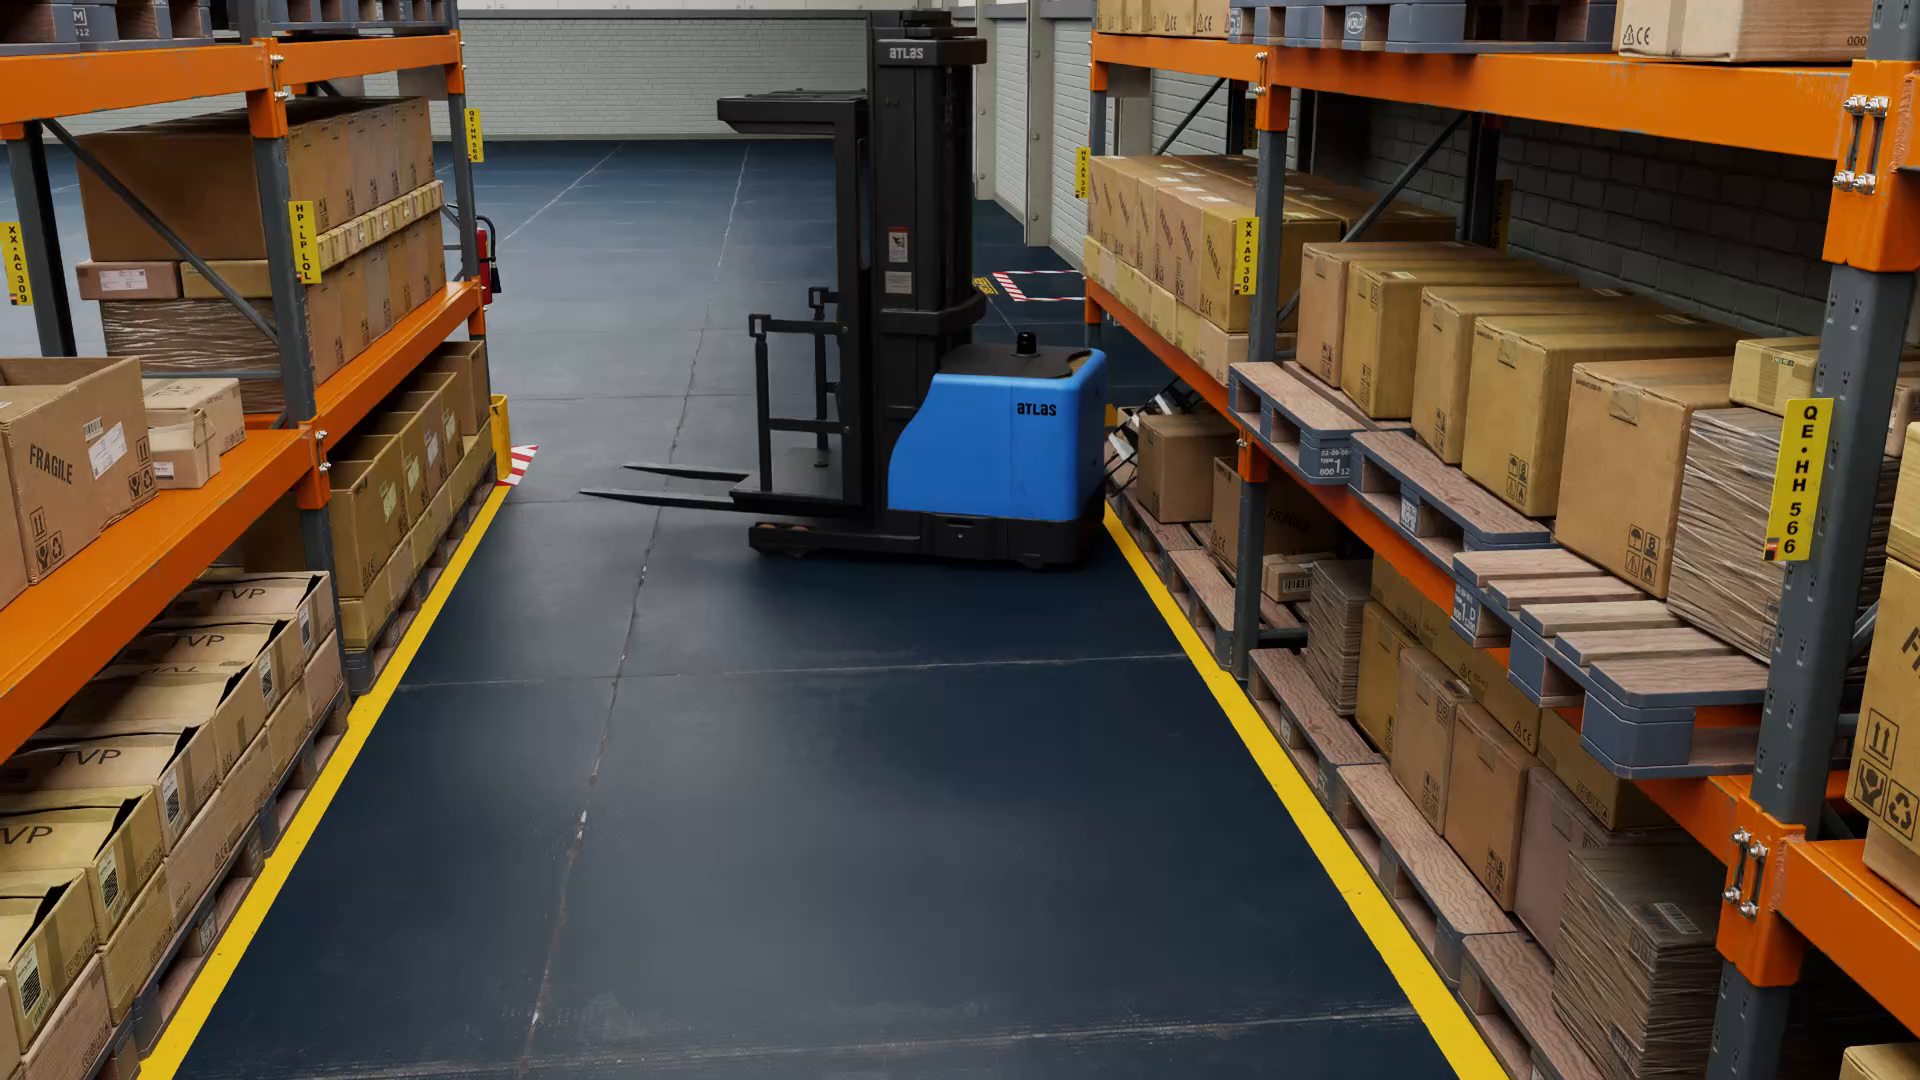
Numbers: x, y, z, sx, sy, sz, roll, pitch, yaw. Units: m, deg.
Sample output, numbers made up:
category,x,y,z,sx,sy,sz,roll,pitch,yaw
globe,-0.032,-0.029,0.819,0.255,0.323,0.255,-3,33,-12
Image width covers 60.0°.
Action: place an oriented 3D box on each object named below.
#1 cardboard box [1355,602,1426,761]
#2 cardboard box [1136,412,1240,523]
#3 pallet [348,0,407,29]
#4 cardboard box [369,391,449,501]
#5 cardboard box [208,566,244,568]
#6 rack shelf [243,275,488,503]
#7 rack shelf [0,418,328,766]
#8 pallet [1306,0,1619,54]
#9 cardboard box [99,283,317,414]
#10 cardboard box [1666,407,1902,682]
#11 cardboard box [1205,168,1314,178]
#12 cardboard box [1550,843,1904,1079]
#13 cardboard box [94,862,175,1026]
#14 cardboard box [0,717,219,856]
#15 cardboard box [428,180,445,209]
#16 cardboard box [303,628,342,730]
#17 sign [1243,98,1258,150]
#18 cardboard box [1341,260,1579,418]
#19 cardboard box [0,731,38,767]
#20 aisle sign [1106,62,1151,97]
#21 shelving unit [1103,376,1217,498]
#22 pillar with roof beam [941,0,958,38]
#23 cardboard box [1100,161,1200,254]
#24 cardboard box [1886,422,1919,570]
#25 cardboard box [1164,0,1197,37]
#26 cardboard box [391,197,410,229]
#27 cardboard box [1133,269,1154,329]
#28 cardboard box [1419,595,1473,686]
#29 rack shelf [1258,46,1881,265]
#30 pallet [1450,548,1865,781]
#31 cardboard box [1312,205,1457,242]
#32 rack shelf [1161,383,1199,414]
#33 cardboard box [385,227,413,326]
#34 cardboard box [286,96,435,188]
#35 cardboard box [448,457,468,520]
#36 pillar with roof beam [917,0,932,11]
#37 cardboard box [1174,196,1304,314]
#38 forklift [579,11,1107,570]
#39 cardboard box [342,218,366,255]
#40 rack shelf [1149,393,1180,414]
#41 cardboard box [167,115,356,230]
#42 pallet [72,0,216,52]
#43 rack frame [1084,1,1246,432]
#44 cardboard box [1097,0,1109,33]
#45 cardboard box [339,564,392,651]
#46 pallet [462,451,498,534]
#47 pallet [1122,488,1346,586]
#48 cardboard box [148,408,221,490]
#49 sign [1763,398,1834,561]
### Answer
category,x,y,z,sx,sy,sz,roll,pitch,yaw
cardboard box,1.955,0.542,6.381,0.700,0.500,0.500,-2,18,-7
cardboard box,1.413,-0.422,9.452,0.700,0.500,0.500,-3,18,-9
pallet,-3.404,-2.662,8.290,1.003,0.211,1.213,-2,18,-6
cardboard box,-3.061,-0.499,8.895,0.500,0.500,0.500,-2,18,-6
cardboard box,-3.474,0.173,8.007,0.500,0.250,0.500,-2,18,-6
rack shelf,-3.374,-0.910,8.770,1.077,0.370,4.000,-2,18,-6
rack shelf,-2.961,0.281,4.974,1.077,0.370,4.000,-2,18,-6
pallet,1.827,-1.657,5.253,1.213,0.211,1.003,-2,18,-6
cardboard box,-3.219,-0.837,7.169,0.700,0.500,0.500,-2,18,-7
cardboard box,2.114,-0.017,3.823,0.700,0.500,0.500,-4,18,-12
cardboard box,1.707,-1.861,9.563,0.500,0.500,0.500,-2,18,-7
cardboard box,2.046,1.150,4.446,0.700,0.500,0.500,-2,17,-5
cardboard box,-2.629,1.176,4.812,0.500,0.250,0.500,-2,18,-7
cardboard box,-2.683,0.752,5.229,0.500,0.311,0.500,-2,18,-6
cardboard box,-3.351,-2.099,10.104,0.380,0.149,0.250,-2,18,-7
cardboard box,-2.836,0.568,6.748,0.500,0.250,0.500,-2,18,-6
sign,1.901,-2.718,10.866,0.100,0.325,0.005,-2,18,-6
cardboard box,1.829,-0.750,6.157,0.700,0.500,0.500,0,17,0
cardboard box,-3.213,0.775,5.153,0.500,0.311,0.500,-1,17,-4
aisle sign,1.041,-3.256,10.700,0.394,0.787,0.004,-2,18,-6
shelving unit,1.136,-0.638,9.812,0.258,0.900,0.210,25,30,-53
pillar with roof beam,-4.478,-11.701,31.925,9.100,9.000,0.400,-2,18,-6
cardboard box,1.138,-2.000,10.005,0.500,0.500,0.500,-2,18,-5
cardboard box,1.965,-0.025,2.801,0.500,0.250,0.500,-1,17,-4
cardboard box,1.327,-2.758,8.246,0.500,0.500,0.500,-2,18,-8
cardboard box,-3.245,-1.791,9.125,0.380,0.149,0.250,-1,17,-4
cardboard box,1.246,-1.329,9.121,0.500,0.250,0.500,-2,18,-5
cardboard box,1.958,0.318,5.843,0.500,0.250,0.500,-2,18,-7
rack shelf,1.966,-1.304,5.015,1.077,0.370,4.000,-2,18,-6
pallet,1.993,0.262,4.153,1.213,0.211,1.003,-2,18,-6
cardboard box,1.919,-1.254,7.629,0.500,0.500,0.500,-2,18,-7
rack shelf,1.308,-0.784,9.742,0.258,0.077,0.200,25,30,-53
cardboard box,-3.440,-1.453,9.131,0.700,0.500,0.500,-2,18,-5
cardboard box,-3.539,-2.361,9.856,0.700,0.500,0.500,-2,18,-5
cardboard box,-3.114,-0.290,9.481,0.500,0.250,0.500,-2,18,-6
pillar with roof beam,-5.097,-13.489,37.619,9.100,9.000,0.400,-2,18,-6
cardboard box,1.346,-1.387,8.053,0.500,0.500,0.500,-2,18,-6
forklift,-0.711,-1.456,9.423,3.031,2.935,1.130,4,18,14
cardboard box,-3.139,-1.485,8.148,0.380,0.149,0.250,-2,18,-7
rack shelf,1.242,-0.729,9.768,0.258,0.077,0.200,25,30,-53
cardboard box,-3.324,-1.756,7.930,0.700,0.500,0.500,-2,18,-6
pallet,-3.064,-1.735,5.507,0.805,0.209,1.217,-2,18,-8
rack frame,1.347,-2.003,11.051,1.000,3.000,0.127,-2,18,-6
cardboard box,1.133,-3.385,10.242,0.500,0.500,0.500,-1,17,-4
cardboard box,-2.914,0.306,7.583,0.500,0.250,0.500,-2,18,-6
pallet,-3.459,-0.292,10.256,1.003,0.211,1.213,-2,18,-6
pallet,1.526,-0.045,9.467,1.003,0.211,1.213,-2,18,-6
cardboard box,-2.894,-0.337,5.968,0.396,0.266,0.258,-2,18,-7
sign,1.633,-0.115,3.235,0.100,0.325,0.005,-2,18,-6
